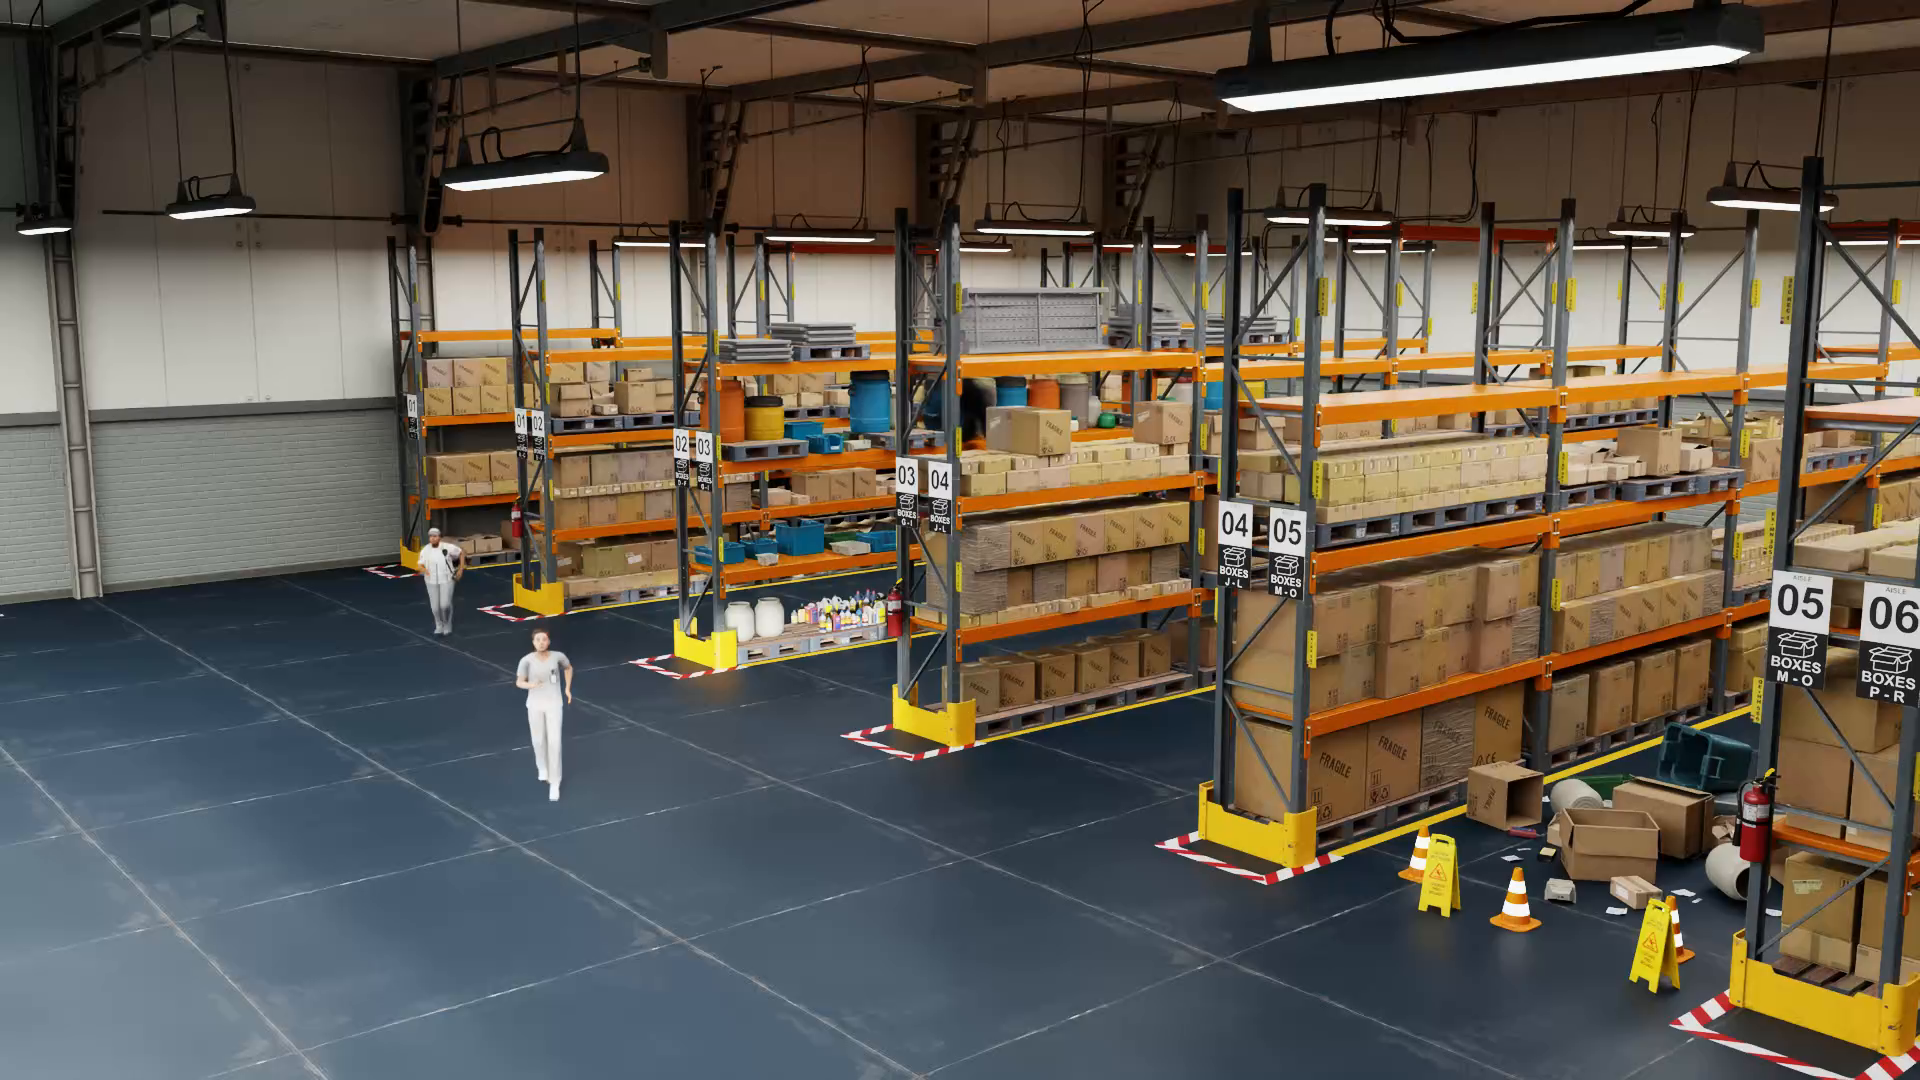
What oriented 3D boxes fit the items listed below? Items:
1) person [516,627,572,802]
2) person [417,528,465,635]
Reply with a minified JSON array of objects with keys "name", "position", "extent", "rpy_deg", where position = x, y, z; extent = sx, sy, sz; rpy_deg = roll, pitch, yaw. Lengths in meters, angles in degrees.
[{"name":"person","position":[-4.236,1.733,16.999],"extent":[0.540,1.716,0.826],"rpy_deg":[-2,9,-10]},{"name":"person","position":[0.316,1.286,19.014],"extent":[15.763,1.920,12.407],"rpy_deg":[-1,9,-3]}]
